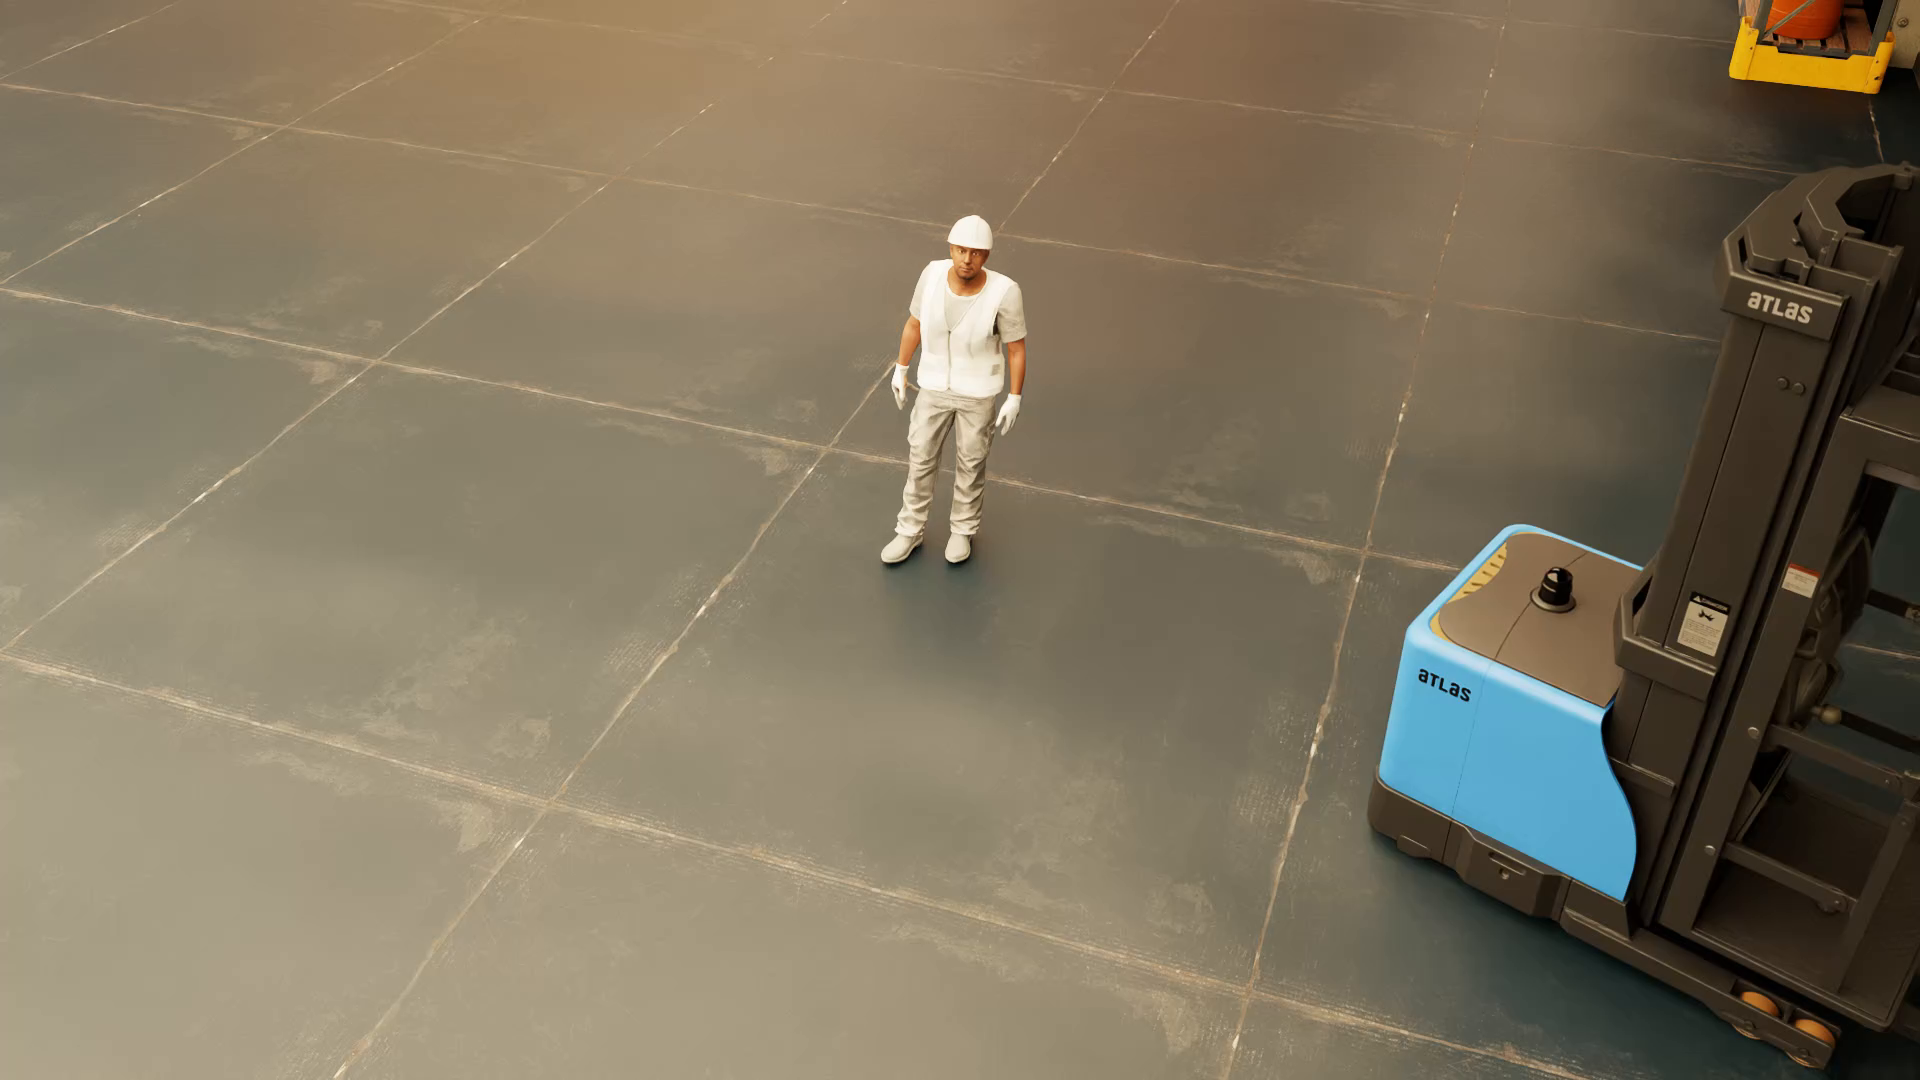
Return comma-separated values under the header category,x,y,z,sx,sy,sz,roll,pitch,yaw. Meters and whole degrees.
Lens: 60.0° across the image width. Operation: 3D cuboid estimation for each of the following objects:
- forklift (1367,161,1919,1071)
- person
category,x,y,z,sx,sy,sz,roll,pitch,yaw
forklift,3.147,0.347,5.622,3.031,2.935,1.130,25,43,31
person,-0.031,-0.695,8.072,0.656,1.784,0.575,12,37,16
